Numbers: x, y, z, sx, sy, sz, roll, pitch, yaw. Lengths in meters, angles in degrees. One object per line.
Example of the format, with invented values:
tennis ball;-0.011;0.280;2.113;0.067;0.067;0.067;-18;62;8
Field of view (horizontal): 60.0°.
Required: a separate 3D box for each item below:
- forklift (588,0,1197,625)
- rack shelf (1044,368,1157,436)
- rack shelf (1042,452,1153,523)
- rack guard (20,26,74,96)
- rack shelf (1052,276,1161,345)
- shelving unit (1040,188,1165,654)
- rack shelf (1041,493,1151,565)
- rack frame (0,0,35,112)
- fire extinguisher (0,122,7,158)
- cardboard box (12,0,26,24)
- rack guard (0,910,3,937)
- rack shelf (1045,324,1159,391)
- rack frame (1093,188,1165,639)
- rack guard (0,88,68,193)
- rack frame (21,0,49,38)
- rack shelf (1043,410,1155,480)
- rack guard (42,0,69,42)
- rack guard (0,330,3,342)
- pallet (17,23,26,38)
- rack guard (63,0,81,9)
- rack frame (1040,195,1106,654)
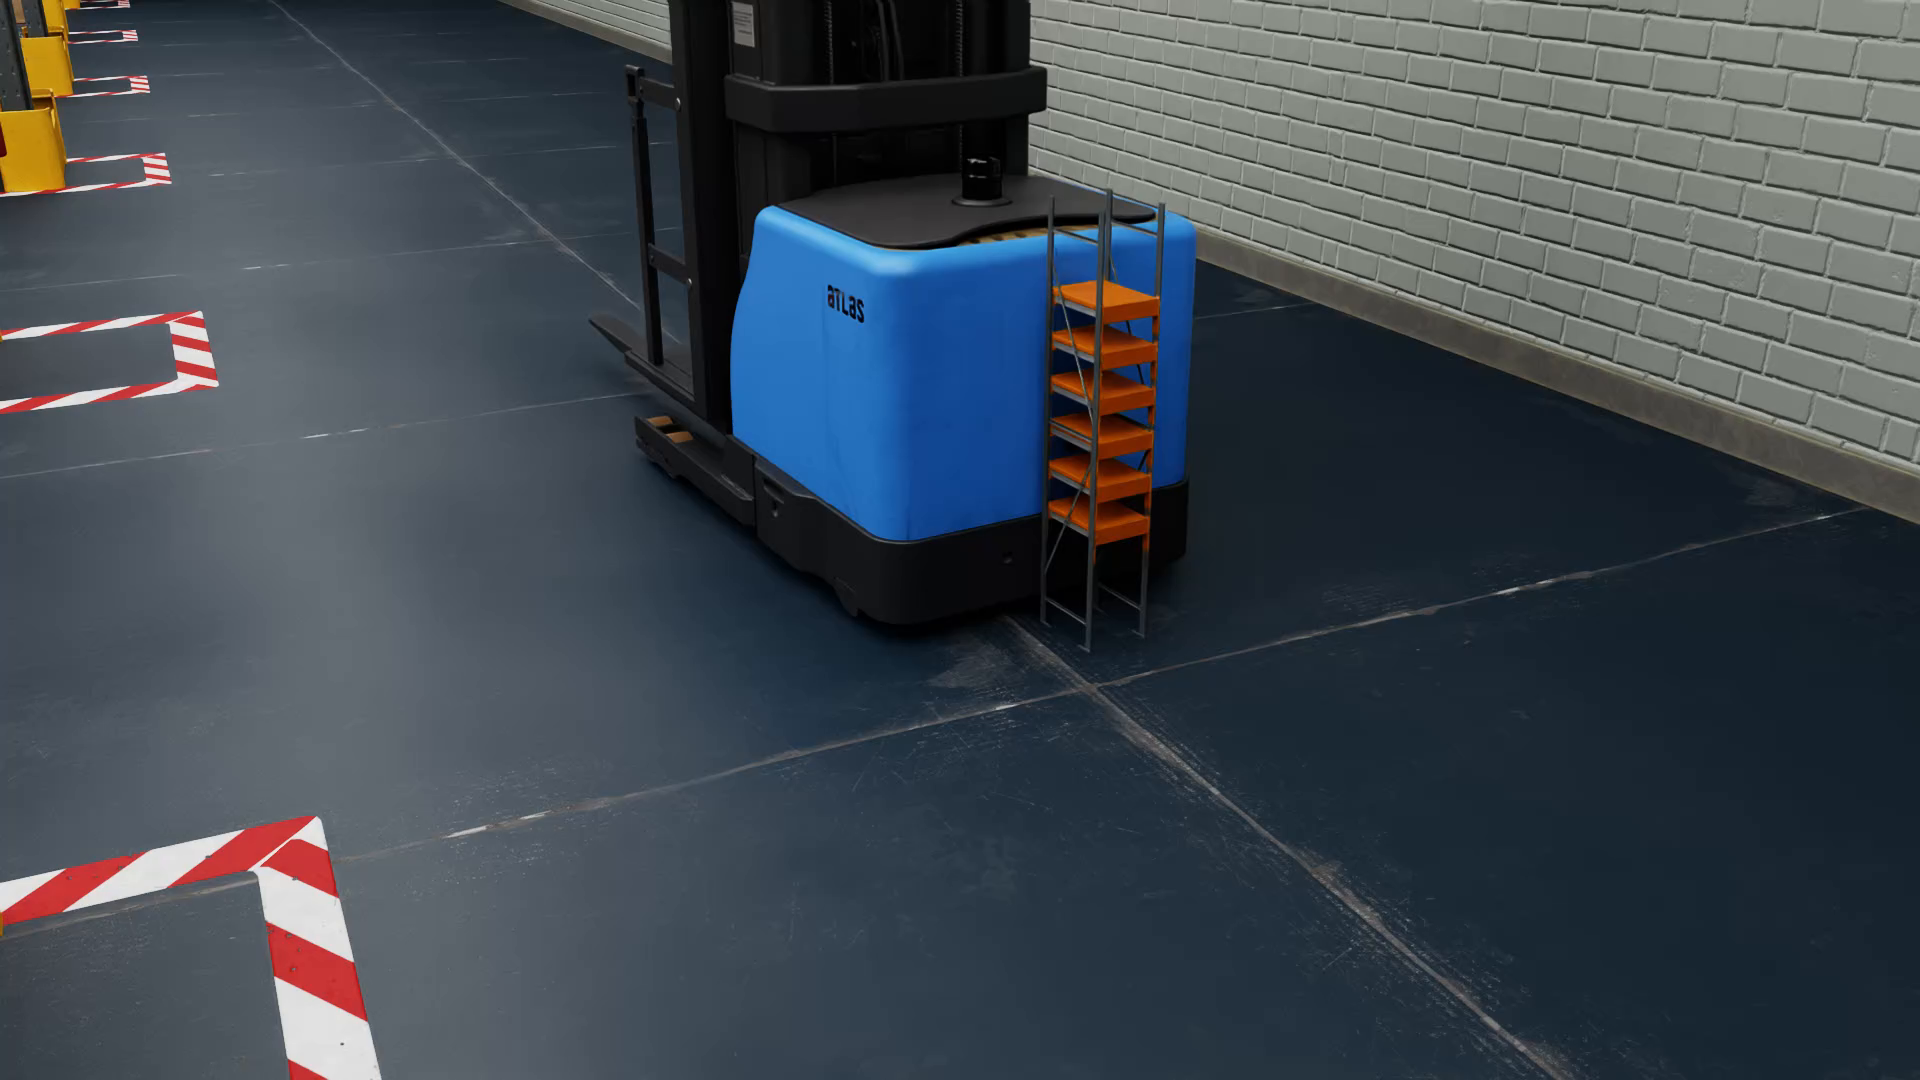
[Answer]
forklift;-0.498;-1.644;5.389;1.130;2.935;3.031;-12;26;-28
rack shelf;0.368;-0.373;4.384;0.180;0.103;0.258;-13;26;-29
rack shelf;0.368;-0.151;4.475;0.180;0.103;0.258;-13;26;-29
rack guard;-8.328;-4.376;15.168;0.348;0.500;1.175;-10;25;-24
rack shelf;0.368;-0.594;4.292;0.180;0.103;0.258;-13;26;-29
shelving unit;0.368;-0.303;4.412;0.189;1.200;0.258;-13;26;-29
rack shelf;0.368;-0.040;4.521;0.180;0.103;0.258;-13;26;-29
rack frame;-6.195;-3.816;10.546;0.127;3.000;1.000;-10;25;-24
fire extinguisher;-3.708;-1.764;6.179;0.183;0.674;0.296;-10;25;-24
cardboard box;-10.872;-6.104;18.766;0.500;0.500;0.500;-10;25;-24
rack guard;-1.876;0.751;2.783;0.348;0.500;1.175;-10;25;-24
rack shelf;0.368;-0.483;4.338;0.180;0.103;0.258;-13;26;-29
rack frame;0.446;-0.321;4.457;0.006;1.200;0.240;-13;26;-29
rack guard;-6.174;-2.665;11.034;0.348;0.500;1.175;-10;25;-24
rack frame;-8.344;-5.523;14.670;0.127;3.000;1.000;-10;25;-24
rack shelf;0.368;-0.262;4.429;0.180;0.103;0.258;-13;26;-29
rack guard;-10.557;-6.063;19.243;0.348;0.500;1.175;-10;25;-24
rack guard;-4.204;-0.922;6.824;0.348;0.500;1.175;-10;25;-24
pallet;-11.275;-5.797;18.978;1.213;0.211;1.003;-10;25;-24
rack guard;-12.619;-7.786;23.405;0.348;0.500;1.175;-10;25;-24
rack frame;0.290;-0.284;4.368;0.006;1.200;0.240;-13;26;-29
